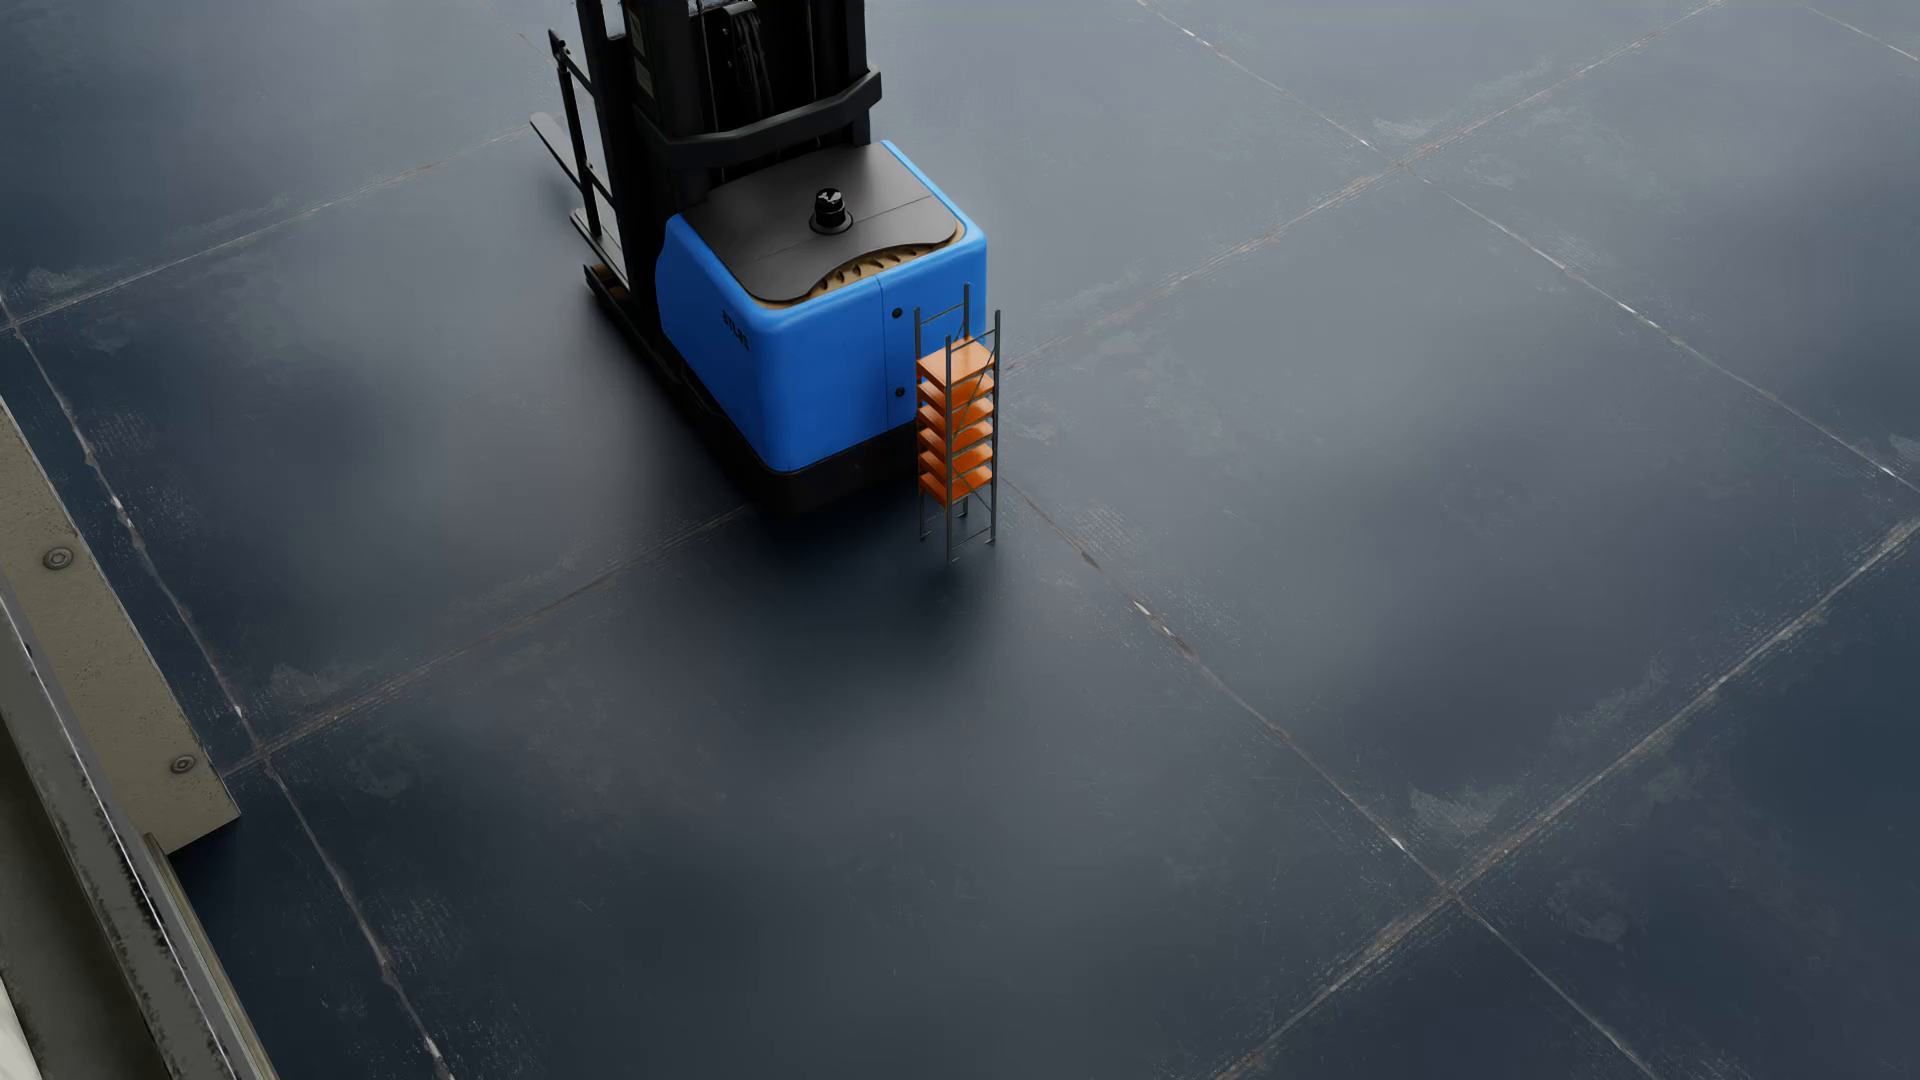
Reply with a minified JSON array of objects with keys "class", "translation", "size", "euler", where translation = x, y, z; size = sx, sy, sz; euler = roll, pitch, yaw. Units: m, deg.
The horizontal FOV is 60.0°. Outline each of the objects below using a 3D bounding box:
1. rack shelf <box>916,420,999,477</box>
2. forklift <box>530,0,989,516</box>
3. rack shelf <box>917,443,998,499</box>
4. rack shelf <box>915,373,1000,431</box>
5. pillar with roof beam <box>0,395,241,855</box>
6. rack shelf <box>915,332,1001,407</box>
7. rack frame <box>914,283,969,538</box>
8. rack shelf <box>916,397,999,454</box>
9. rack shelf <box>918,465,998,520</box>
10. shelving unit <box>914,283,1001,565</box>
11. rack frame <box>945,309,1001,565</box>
[{"class":"rack shelf","translation":[-0.009,-0.382,6.345],"size":[0.258,0.103,0.180],"euler":[-29,54,-24]},{"class":"forklift","translation":[-1.086,-2.160,6.729],"size":[1.130,2.935,3.031],"euler":[-25,52,-21]},{"class":"rack shelf","translation":[-0.009,-0.301,6.434],"size":[0.258,0.103,0.180],"euler":[-29,54,-24]},{"class":"rack shelf","translation":[-0.009,-0.543,6.167],"size":[0.258,0.103,0.180],"euler":[-29,54,-24]},{"class":"pillar with roof beam","translation":[0.648,-4.032,4.330],"size":[9.100,9.000,0.400],"euler":[-29,54,-24]},{"class":"rack shelf","translation":[-0.009,-0.623,6.078],"size":[0.258,0.103,0.180],"euler":[-29,54,-24]},{"class":"rack frame","translation":[-0.064,-0.465,6.361],"size":[0.240,1.200,0.006],"euler":[-29,54,-24]},{"class":"rack shelf","translation":[-0.009,-0.462,6.256],"size":[0.258,0.103,0.180],"euler":[-29,54,-24]},{"class":"rack shelf","translation":[-0.009,-0.220,6.523],"size":[0.258,0.103,0.180],"euler":[-29,54,-24]},{"class":"shelving unit","translation":[-0.009,-0.412,6.312],"size":[0.258,1.200,0.189],"euler":[-29,54,-24]},{"class":"rack frame","translation":[0.047,-0.358,6.263],"size":[0.240,1.200,0.006],"euler":[-29,54,-24]}]
